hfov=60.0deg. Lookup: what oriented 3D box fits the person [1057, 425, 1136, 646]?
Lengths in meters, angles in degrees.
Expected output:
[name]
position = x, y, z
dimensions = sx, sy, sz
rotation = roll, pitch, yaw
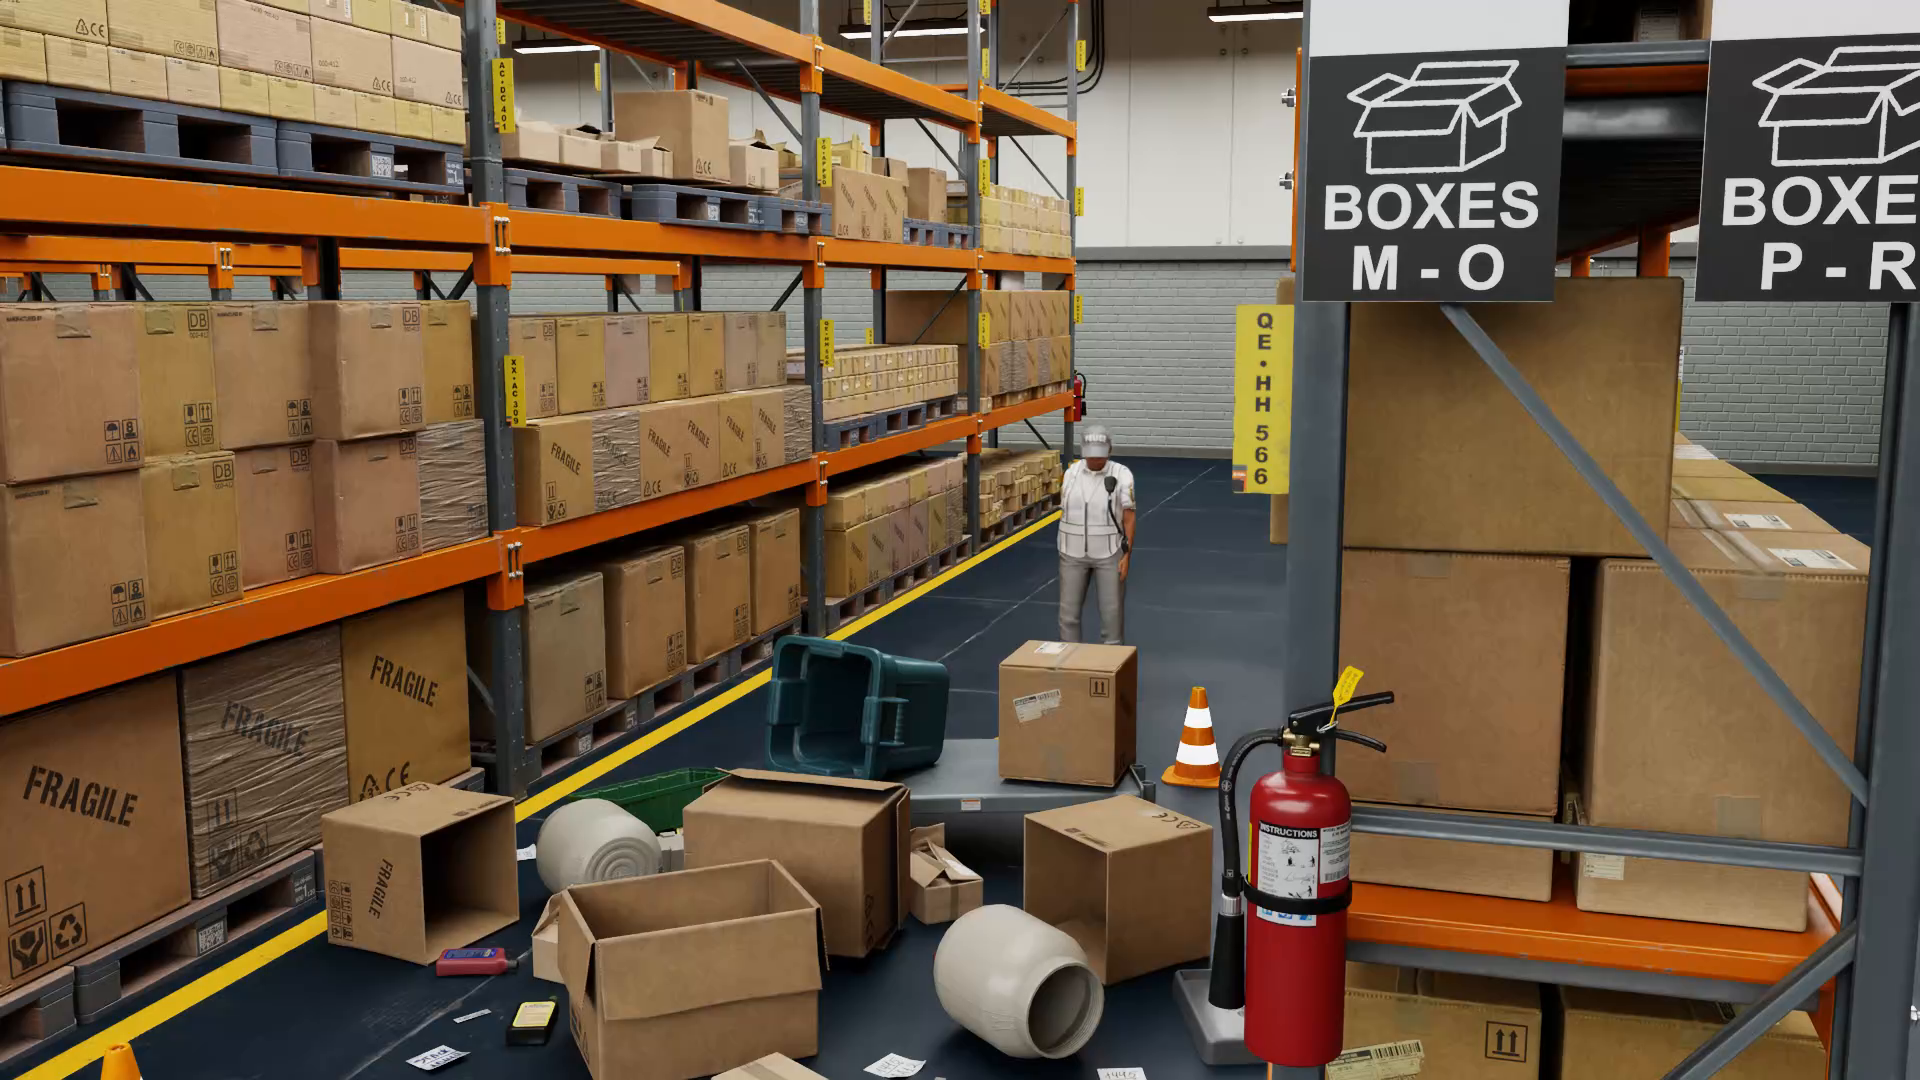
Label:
[person]
position = 0.825, 0.123, 10.085
dimensions = 0.477, 1.650, 0.402
rotation = 3, 9, 17
